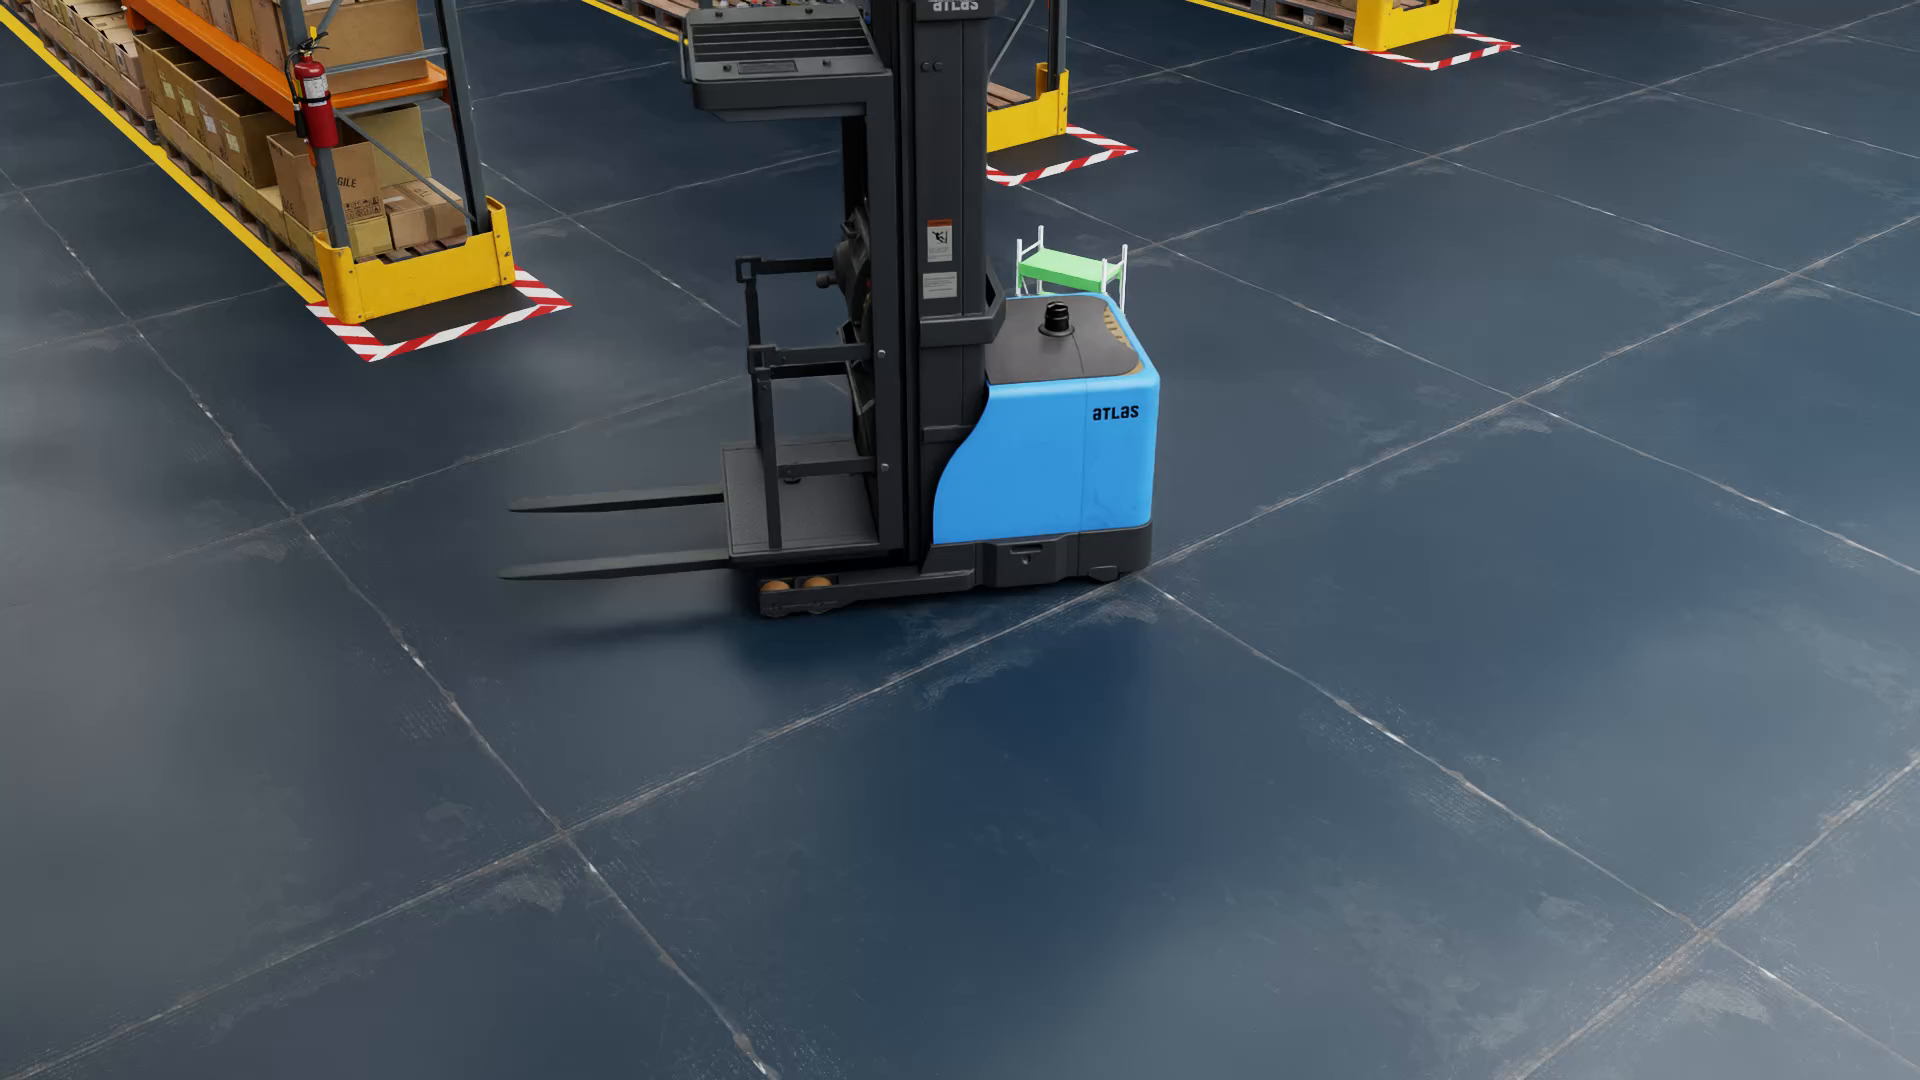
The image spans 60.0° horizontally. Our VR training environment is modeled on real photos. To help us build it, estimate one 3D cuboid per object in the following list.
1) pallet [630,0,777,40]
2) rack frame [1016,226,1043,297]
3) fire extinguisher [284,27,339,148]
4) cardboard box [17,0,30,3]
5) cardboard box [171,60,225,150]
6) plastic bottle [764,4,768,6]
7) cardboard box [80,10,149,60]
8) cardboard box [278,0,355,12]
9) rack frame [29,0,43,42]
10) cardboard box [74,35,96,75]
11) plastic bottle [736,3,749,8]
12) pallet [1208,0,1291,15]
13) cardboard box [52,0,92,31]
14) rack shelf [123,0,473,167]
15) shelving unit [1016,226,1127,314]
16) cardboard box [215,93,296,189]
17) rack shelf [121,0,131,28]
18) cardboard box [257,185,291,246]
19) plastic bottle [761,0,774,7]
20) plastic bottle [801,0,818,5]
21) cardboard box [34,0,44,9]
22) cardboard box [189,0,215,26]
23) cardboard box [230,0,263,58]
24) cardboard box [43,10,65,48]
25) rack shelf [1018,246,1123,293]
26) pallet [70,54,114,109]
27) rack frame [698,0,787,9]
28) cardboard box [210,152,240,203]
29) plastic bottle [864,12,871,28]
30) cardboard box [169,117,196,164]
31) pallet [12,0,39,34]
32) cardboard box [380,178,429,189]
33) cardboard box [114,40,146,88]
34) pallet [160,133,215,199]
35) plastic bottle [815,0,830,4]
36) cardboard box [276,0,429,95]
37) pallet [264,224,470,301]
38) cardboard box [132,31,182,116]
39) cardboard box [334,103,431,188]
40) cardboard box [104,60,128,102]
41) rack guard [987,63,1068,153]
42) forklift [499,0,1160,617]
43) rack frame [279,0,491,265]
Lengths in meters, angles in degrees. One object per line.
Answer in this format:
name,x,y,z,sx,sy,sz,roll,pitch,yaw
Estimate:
pallet,-2.550,-5.280,16.551,1.003,0.211,1.213,-22,38,-31
rack frame,0.359,-1.060,8.820,0.015,1.200,0.240,18,36,27
fire extinguisher,-3.794,-2.649,9.746,0.296,0.674,0.183,-22,38,-31
cardboard box,-9.164,-5.655,16.464,0.500,0.500,0.500,-21,37,-30
cardboard box,-5.302,-3.167,12.003,0.500,0.500,0.500,-22,38,-31
plastic bottle,-1.754,-4.662,15.007,0.144,0.351,0.185,-24,39,-33
cardboard box,-7.055,-4.297,14.002,0.500,0.311,0.500,-22,38,-32
cardboard box,-3.884,-3.298,10.007,0.380,0.149,0.250,-23,39,-32
rack frame,-8.405,-6.216,15.415,1.000,3.000,0.127,-22,38,-31
cardboard box,-7.369,-4.275,14.499,0.500,0.250,0.500,-21,38,-30
plastic bottle,-1.968,-4.779,15.267,0.152,0.276,0.135,-21,37,-30
pallet,3.067,-5.791,17.373,1.003,0.211,1.213,-22,38,-31
cardboard box,-7.676,-4.722,14.686,0.500,0.311,0.500,-23,39,-33
rack shelf,-4.726,-3.410,11.579,1.077,0.370,4.000,-22,38,-31
shelving unit,0.565,-0.992,8.709,0.503,1.200,0.258,18,36,27
cardboard box,-4.688,-2.750,11.332,0.500,0.500,0.500,-22,38,-31
rack shelf,-7.179,-5.077,14.263,1.077,0.370,4.000,-22,38,-31
cardboard box,-4.378,-2.225,11.197,0.500,0.250,0.500,-22,38,-31
plastic bottle,-1.756,-4.788,15.209,0.144,0.351,0.185,-22,38,-31
plastic bottle,-1.399,-4.866,15.407,0.152,0.276,0.135,-22,38,-31
cardboard box,-8.316,-5.151,15.378,0.500,0.311,0.500,-21,37,-30
cardboard box,-5.042,-3.980,11.721,0.700,0.500,0.500,-22,38,-31
cardboard box,-4.401,-3.549,11.027,0.700,0.500,0.500,-22,38,-31
cardboard box,-8.007,-4.704,15.189,0.500,0.250,0.500,-23,39,-33
rack shelf,0.565,-1.345,8.490,0.480,0.148,0.258,18,36,27
pallet,-7.187,-4.168,14.760,1.003,0.211,1.213,-22,38,-31
rack frame,-2.037,-6.150,15.309,1.000,3.000,0.127,-22,38,-31
cardboard box,-4.991,-2.641,11.868,0.500,0.250,0.500,-22,38,-31
plastic bottle,-0.846,-4.636,15.041,0.097,0.271,0.097,0,32,0
cardboard box,-5.605,-3.058,12.539,0.500,0.250,0.500,-22,38,-31
pallet,-8.833,-5.355,16.672,1.003,0.211,1.213,-22,38,-31
cardboard box,-3.962,-2.395,11.471,0.500,0.250,0.500,-22,38,-31
cardboard box,-6.427,-3.874,13.320,0.500,0.311,0.500,-22,38,-31
pallet,-5.498,-3.019,12.911,1.003,0.211,1.213,-22,38,-31
plastic bottle,-1.297,-4.956,15.481,0.144,0.351,0.185,-24,39,-34
cardboard box,-3.776,-3.123,10.341,0.700,0.500,0.500,-22,38,-31
pallet,-4.002,-2.003,11.274,1.003,0.211,1.213,-22,38,-31
cardboard box,-5.915,-3.583,12.674,0.500,0.500,0.500,-22,38,-31
cardboard box,-3.961,-2.714,11.274,0.500,0.500,0.500,-22,38,-31
cardboard box,-6.744,-3.850,13.813,0.500,0.250,0.500,-23,39,-32
rack guard,0.332,-3.438,13.311,1.175,0.500,0.348,-22,38,-31
forklift,-0.653,-1.188,7.385,3.031,2.935,1.130,-5,32,-8
rack frame,-3.499,-2.882,10.047,1.000,3.000,0.127,-22,38,-31
